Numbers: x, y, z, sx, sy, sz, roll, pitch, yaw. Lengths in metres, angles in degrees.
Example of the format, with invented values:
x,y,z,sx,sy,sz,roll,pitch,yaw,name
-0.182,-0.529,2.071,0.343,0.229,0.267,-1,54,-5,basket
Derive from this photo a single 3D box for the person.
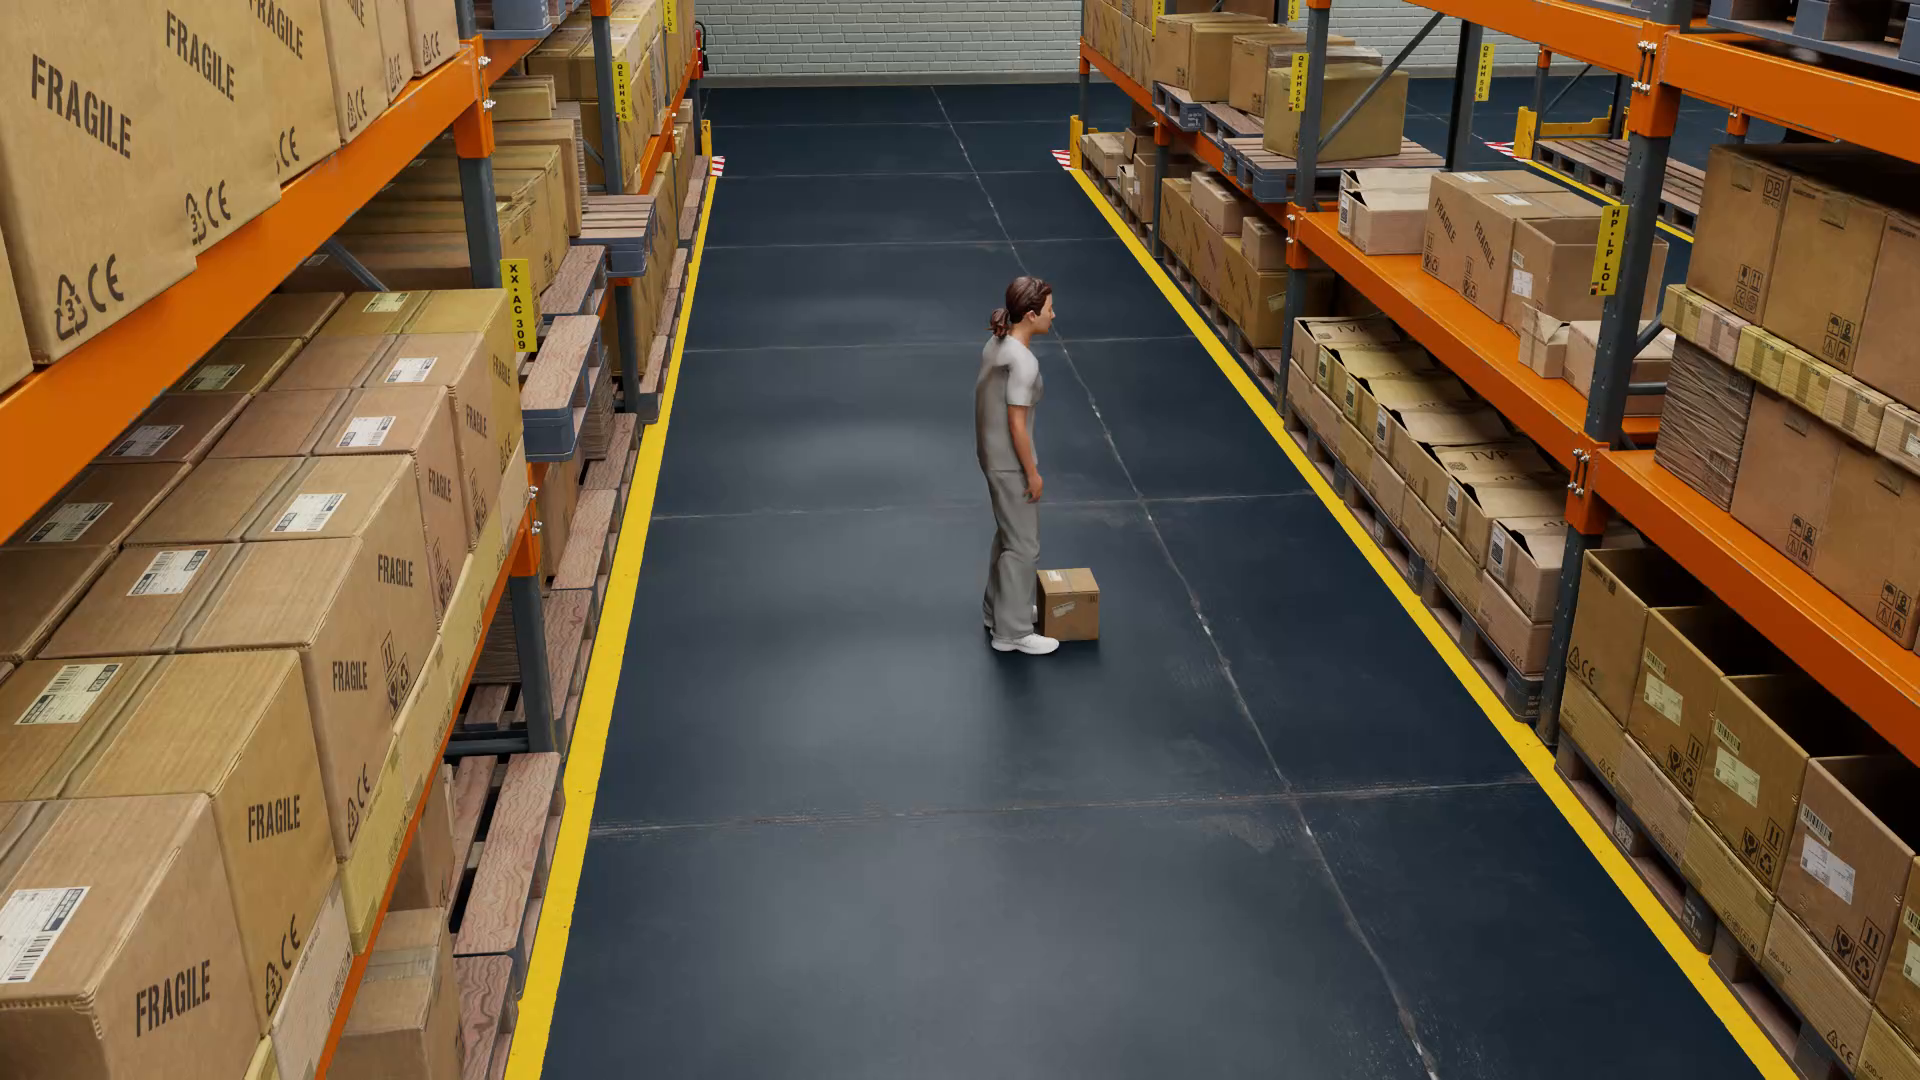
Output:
x,y,z,sx,sy,sz,roll,pitch,yaw,name
0.251,-0.340,7.373,0.353,1.673,0.513,-3,24,-8,person
